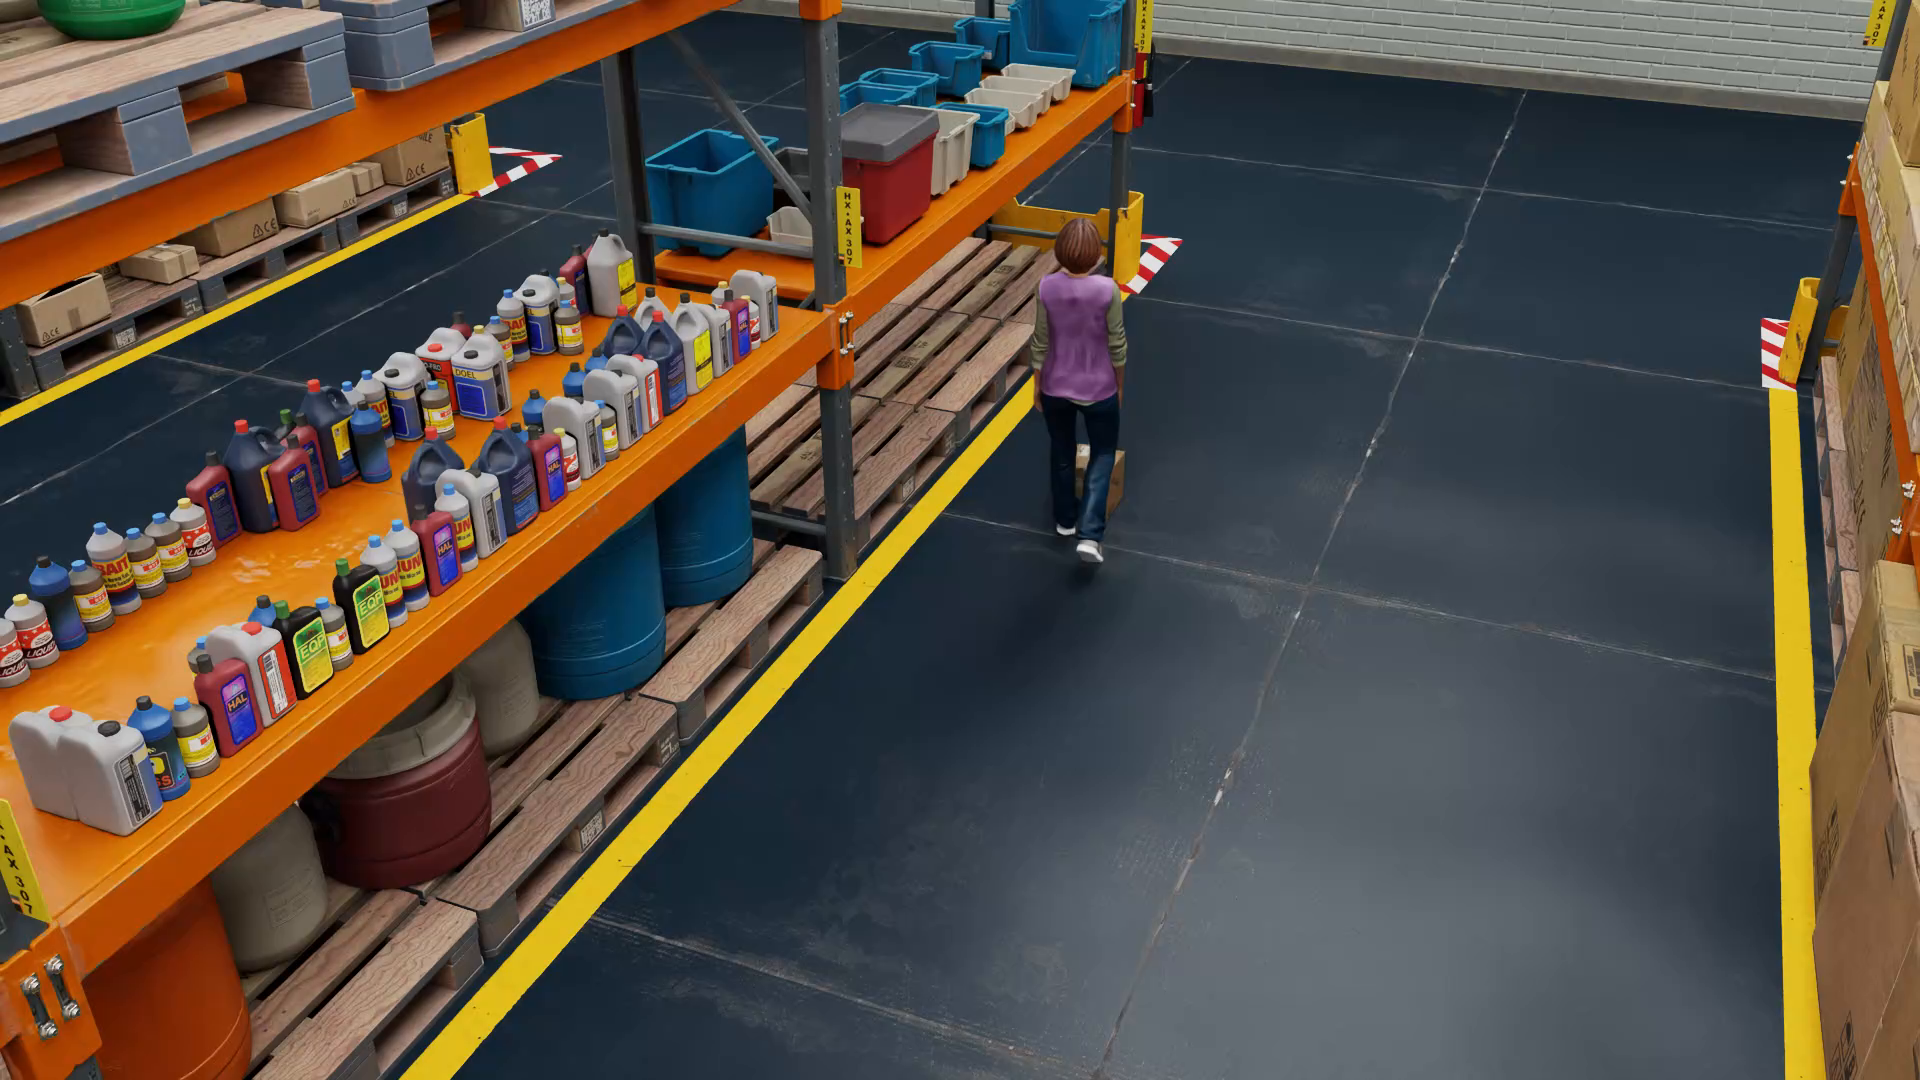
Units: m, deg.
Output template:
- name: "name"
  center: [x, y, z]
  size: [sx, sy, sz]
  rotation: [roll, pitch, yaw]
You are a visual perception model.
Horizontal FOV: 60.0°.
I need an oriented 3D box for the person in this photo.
- name: "person"
  center: [0.521, -0.667, 7.294]
  size: [0.419, 1.591, 0.635]
  rotation: [8, 31, 13]
